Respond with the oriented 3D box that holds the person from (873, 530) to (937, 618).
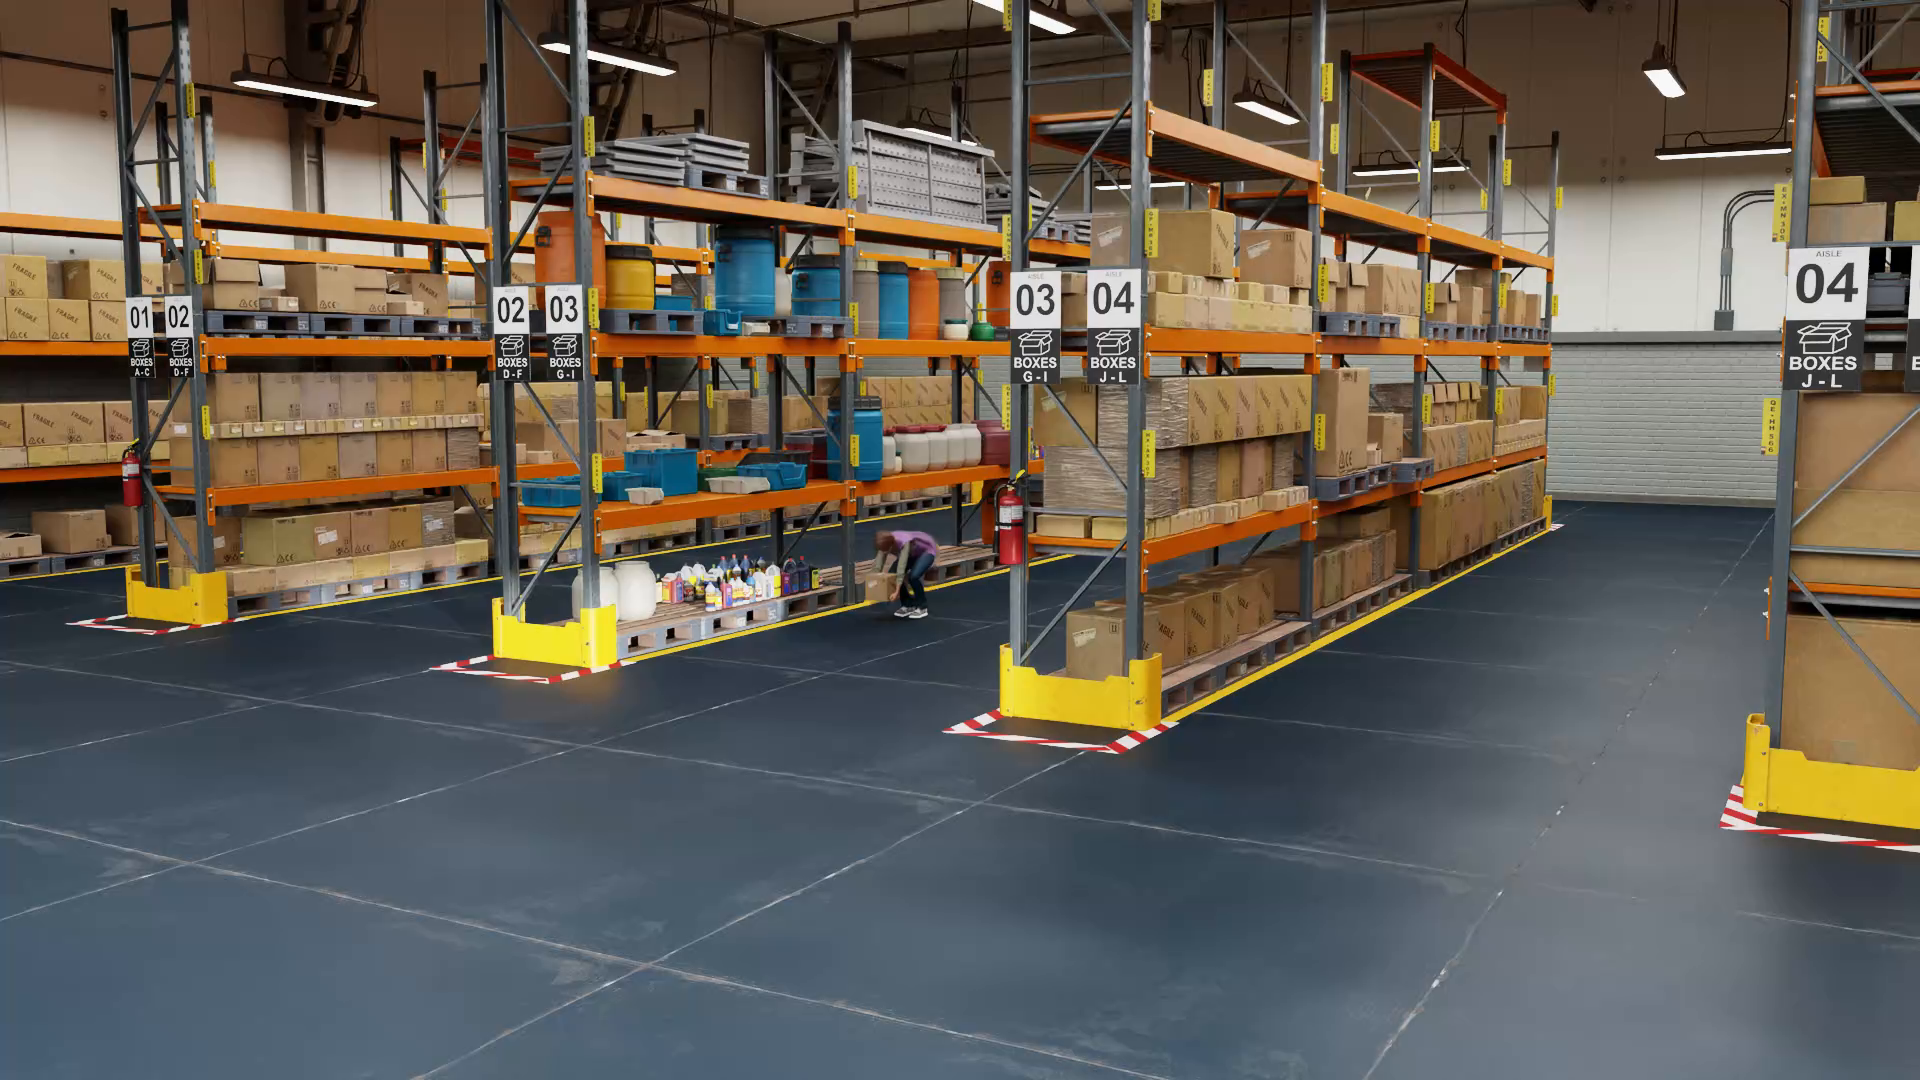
[{"bbox_3d":[-0.567,0.331,16.662,0.423,0.918,0.860,5,8,38],"label":"person"}]
